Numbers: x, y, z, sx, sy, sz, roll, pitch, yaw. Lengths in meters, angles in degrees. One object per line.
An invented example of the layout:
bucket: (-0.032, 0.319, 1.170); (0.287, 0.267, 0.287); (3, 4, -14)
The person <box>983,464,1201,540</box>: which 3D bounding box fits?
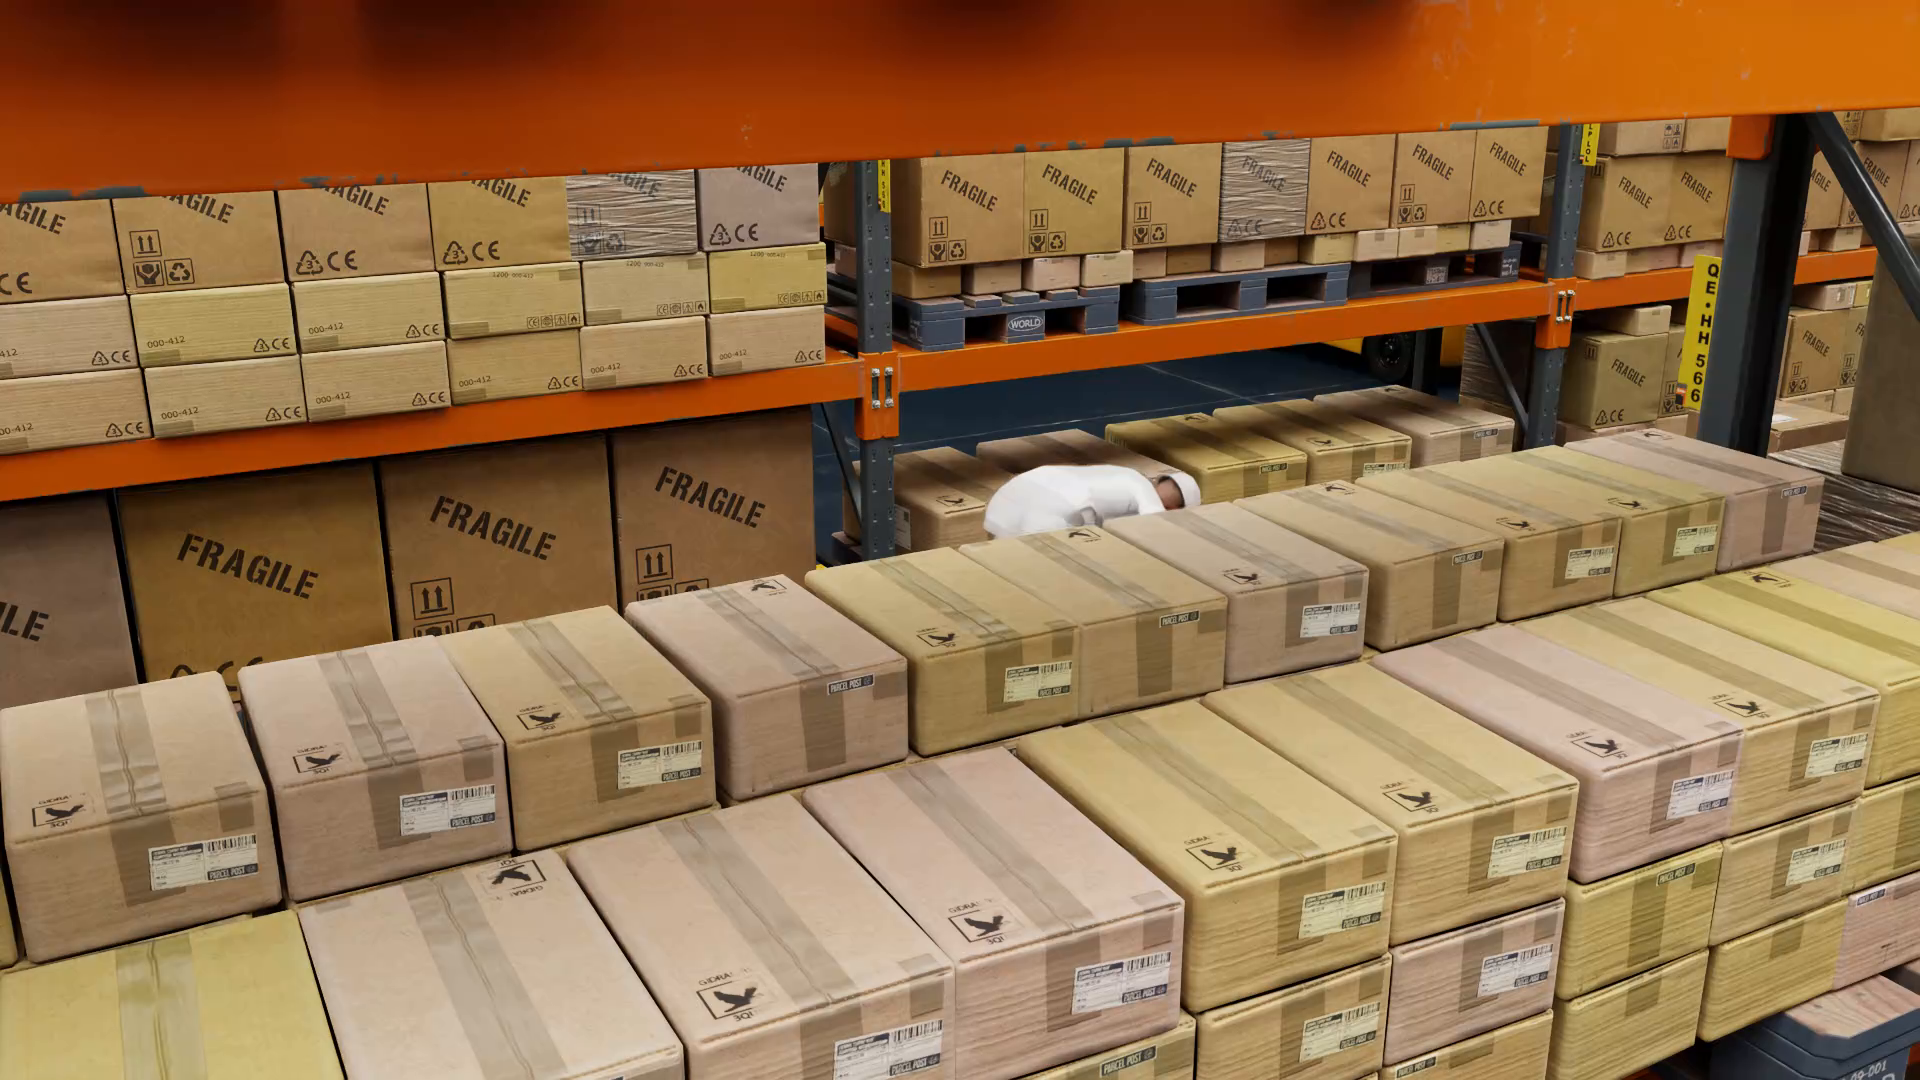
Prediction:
person: (0.554, 0.177, 6.648); (0.979, 1.031, 0.486); (-12, 22, -32)
